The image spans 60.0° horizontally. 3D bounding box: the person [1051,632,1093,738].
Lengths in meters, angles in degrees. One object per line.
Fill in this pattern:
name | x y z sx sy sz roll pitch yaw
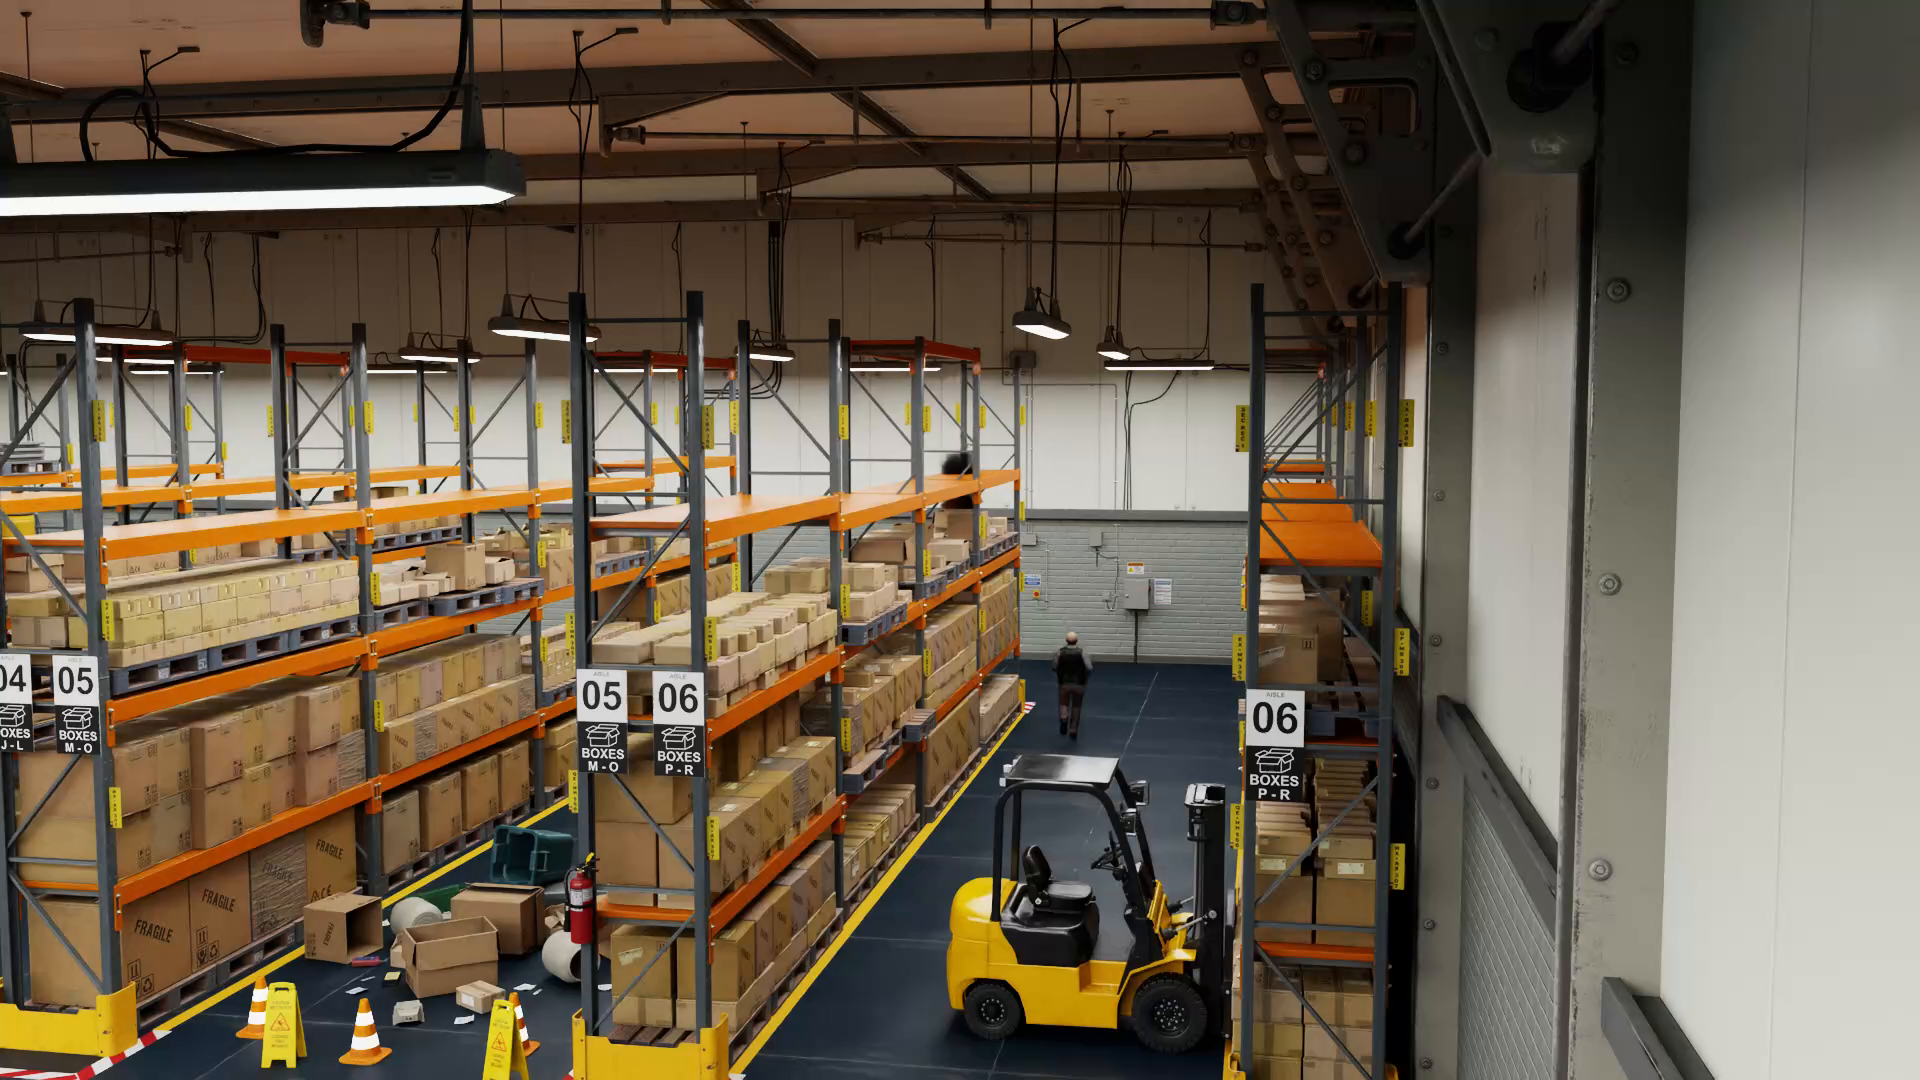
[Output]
person | 1.738 2.253 25.807 0.662 1.676 0.668 1 5 7
